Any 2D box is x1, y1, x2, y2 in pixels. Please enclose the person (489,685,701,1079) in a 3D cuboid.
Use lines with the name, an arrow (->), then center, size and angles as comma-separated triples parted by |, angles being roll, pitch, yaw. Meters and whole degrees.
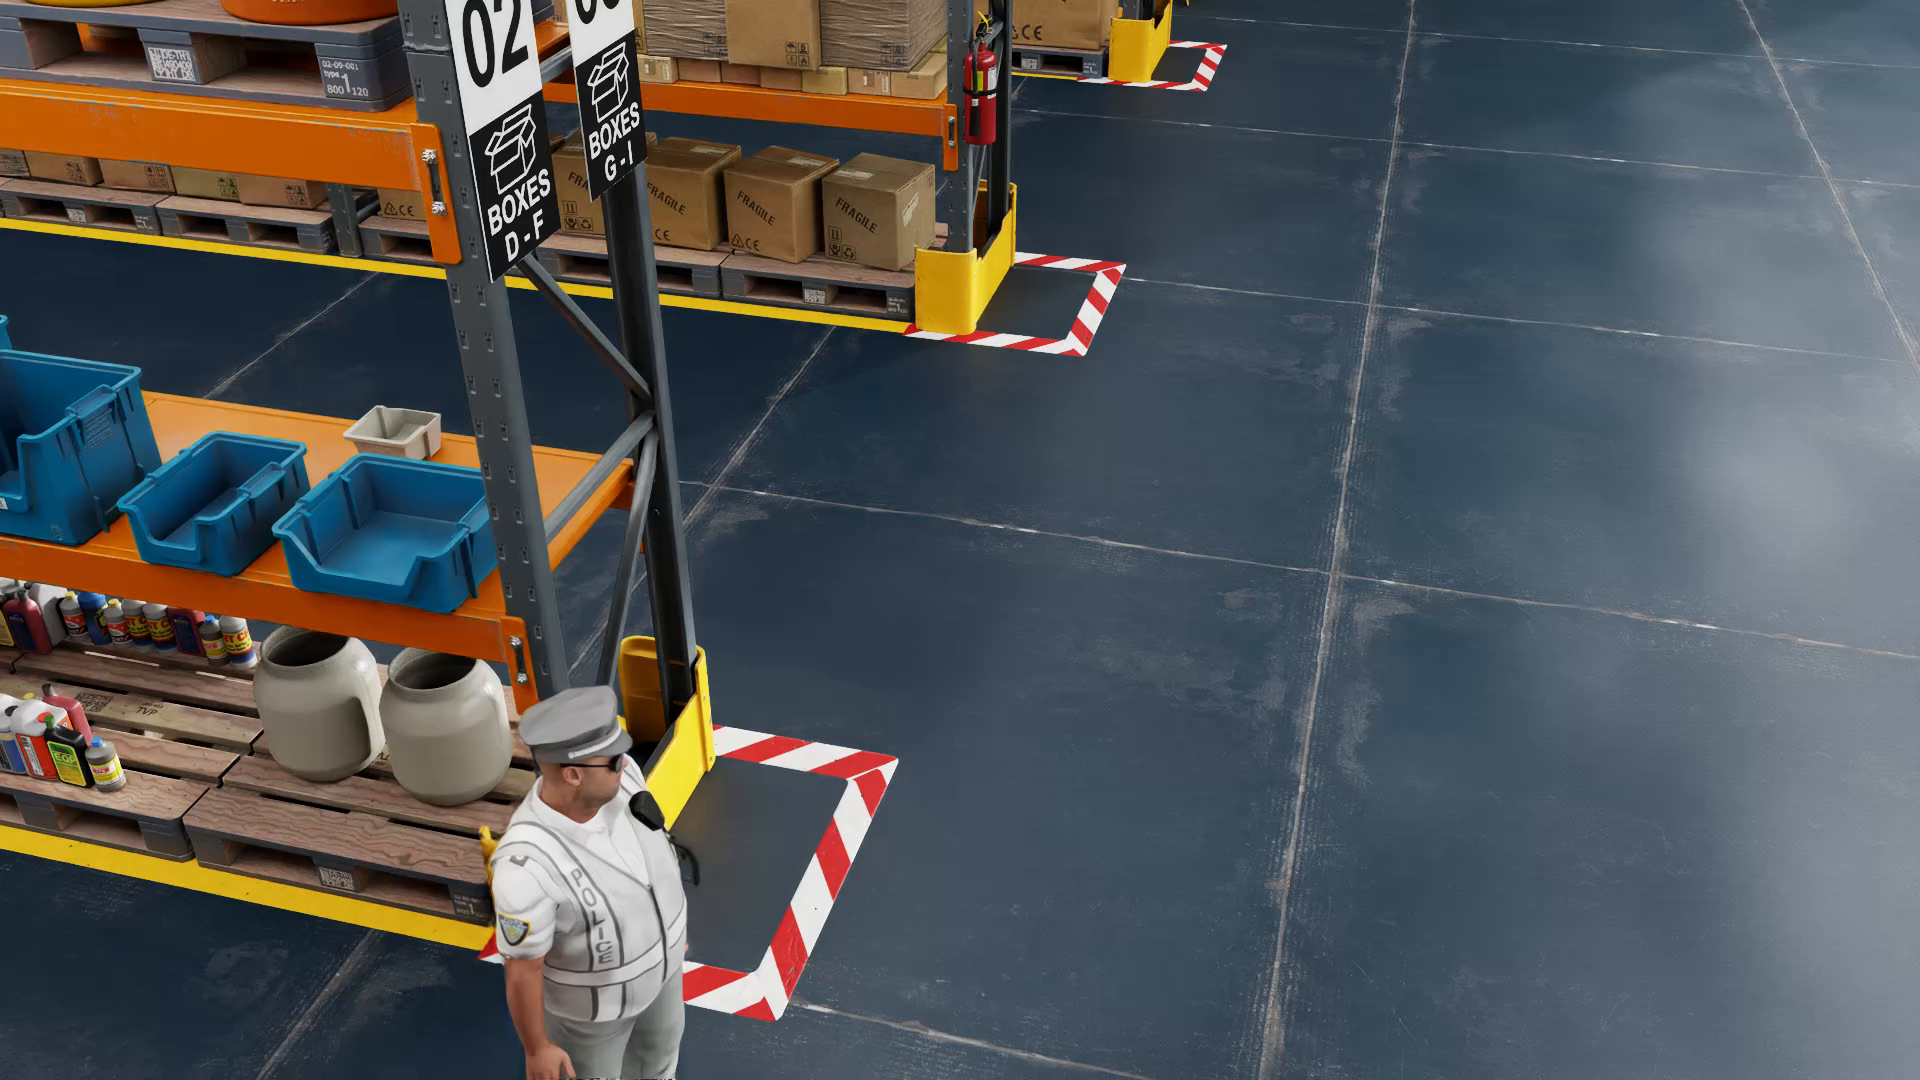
person -> -0.931, 1.146, 4.306 | 0.413, 1.749, 0.641 | 16, 36, 23
